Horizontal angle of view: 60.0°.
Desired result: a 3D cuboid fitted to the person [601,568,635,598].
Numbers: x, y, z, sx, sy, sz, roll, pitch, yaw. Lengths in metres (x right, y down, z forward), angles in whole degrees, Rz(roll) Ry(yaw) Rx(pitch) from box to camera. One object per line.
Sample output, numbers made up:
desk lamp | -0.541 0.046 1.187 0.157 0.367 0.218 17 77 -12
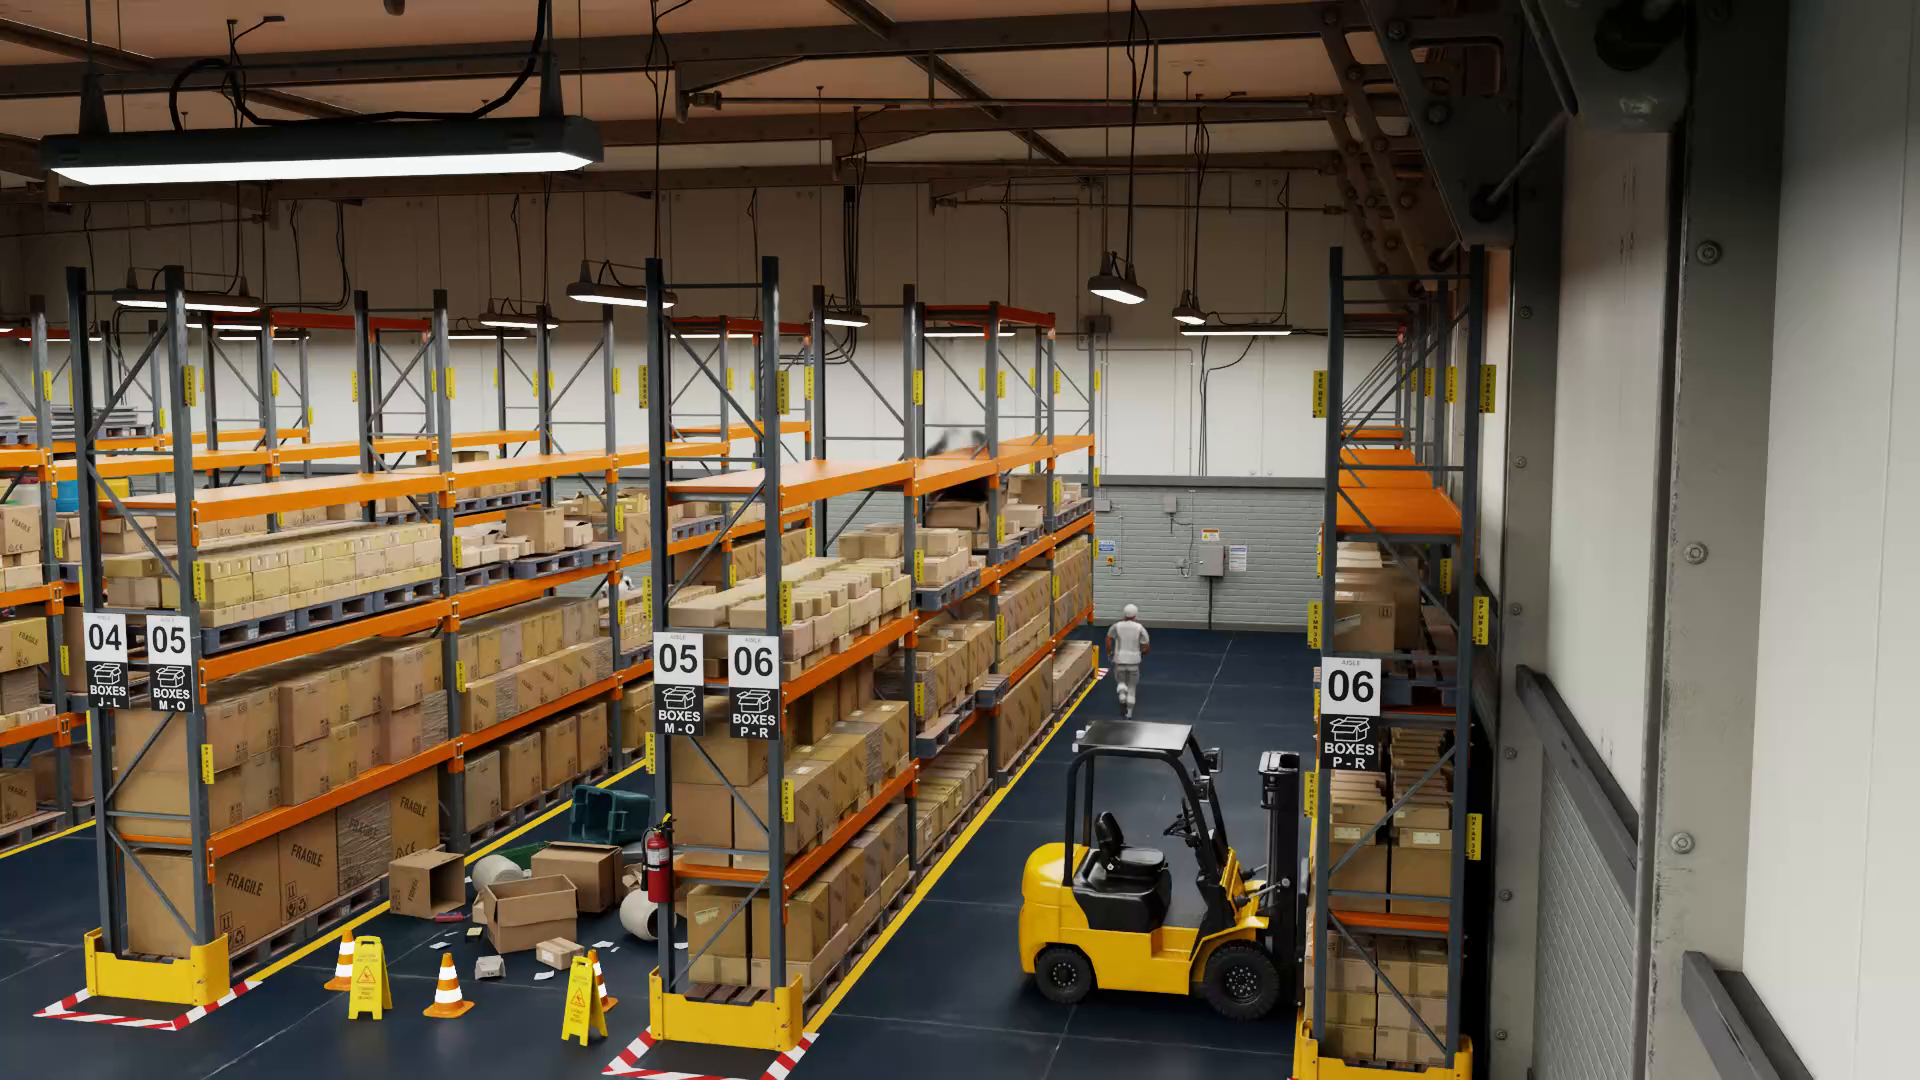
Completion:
person | -6.212 1.266 30.556 0.608 1.703 0.703 -5 8 -41

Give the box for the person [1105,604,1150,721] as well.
person | 2.490 1.805 24.685 0.654 1.744 0.532 1 6 11
